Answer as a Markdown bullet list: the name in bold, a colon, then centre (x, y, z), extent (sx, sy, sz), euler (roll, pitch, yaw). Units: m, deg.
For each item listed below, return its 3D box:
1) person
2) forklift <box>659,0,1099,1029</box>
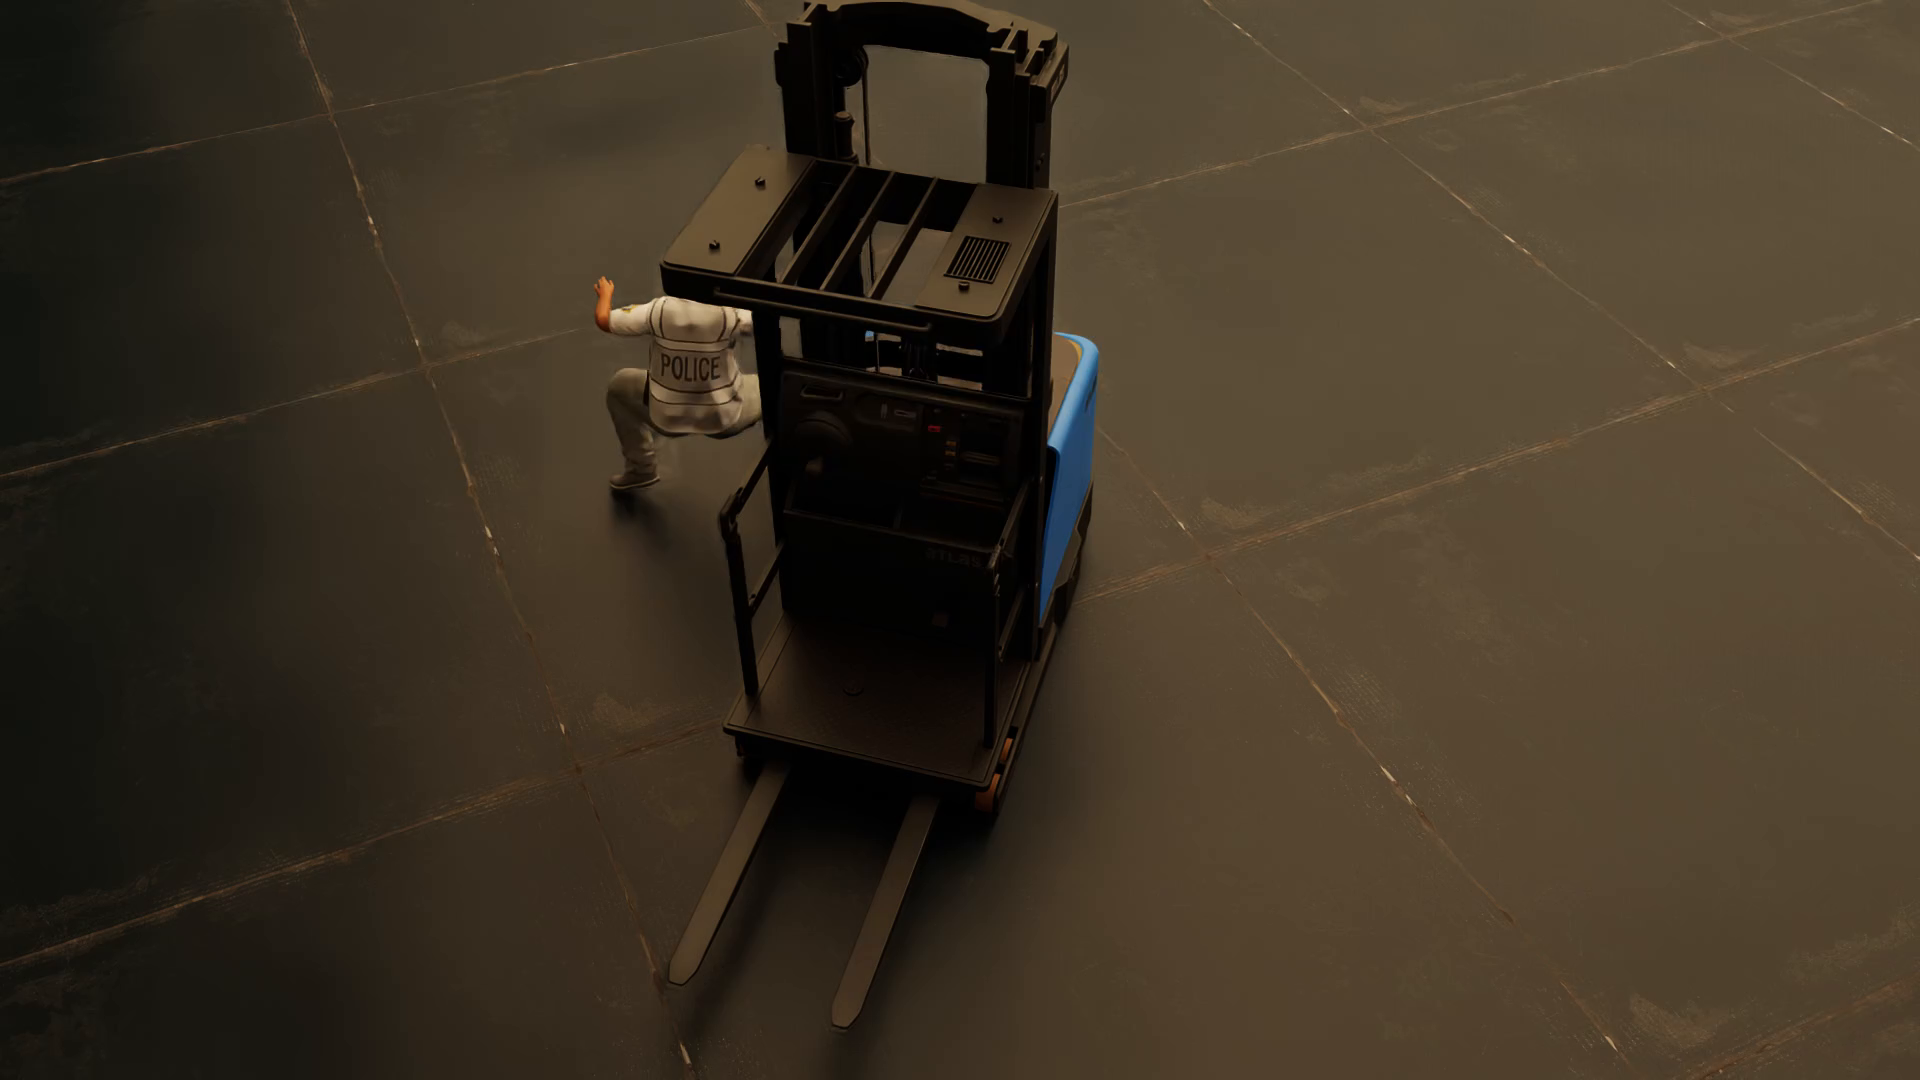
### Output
- **person**: centre (-1.192, -0.792, 7.631), extent (1.016, 1.425, 0.727), euler (-1, 43, -1)
- **forklift**: centre (-0.285, -0.286, 5.987), extent (1.130, 2.935, 3.031), euler (11, 44, 12)
